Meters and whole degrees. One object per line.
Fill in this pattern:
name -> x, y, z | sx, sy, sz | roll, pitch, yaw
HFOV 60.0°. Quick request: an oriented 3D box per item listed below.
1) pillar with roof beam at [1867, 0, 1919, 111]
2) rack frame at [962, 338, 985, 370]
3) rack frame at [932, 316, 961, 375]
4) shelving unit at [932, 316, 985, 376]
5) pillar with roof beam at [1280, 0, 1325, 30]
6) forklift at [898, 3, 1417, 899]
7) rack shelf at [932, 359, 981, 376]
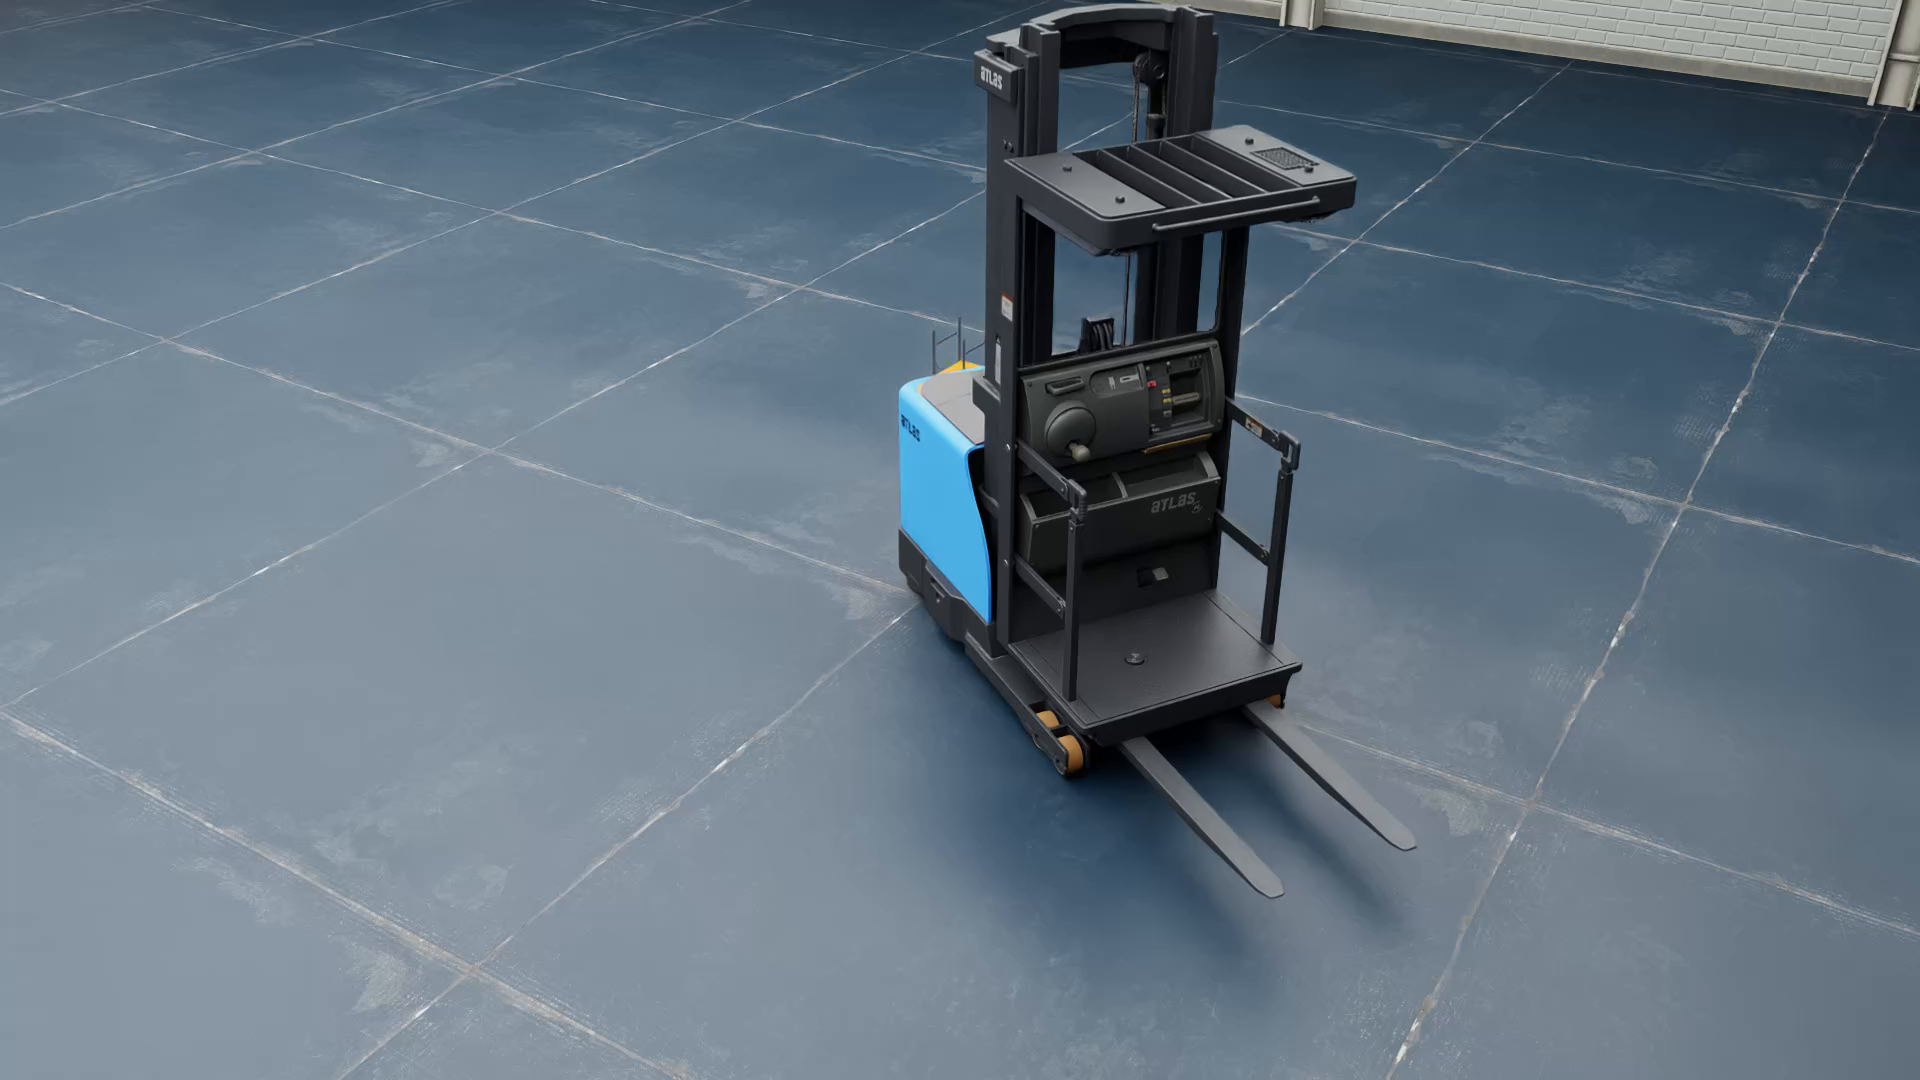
pillar with roof beam -> 6.620, -6.218, 10.479 | 0.400, 9.000, 9.100 | 18, 35, 27
rack frame -> 0.082, -0.496, 8.410 | 0.006, 1.200, 0.240 | 20, 36, 30
rack frame -> -0.066, -0.550, 8.502 | 0.006, 1.200, 0.240 | 20, 36, 30
shelving unit -> 0.008, -0.523, 8.456 | 0.189, 1.200, 0.258 | 20, 36, 30
pillar with roof beam -> 1.538, -7.826, 13.234 | 0.400, 9.000, 9.100 | 18, 35, 27
forklift -> 0.783, -0.526, 6.743 | 1.130, 2.935, 3.031 | -14, 33, -22
rack shelf -> 0.008, -0.796, 8.297 | 0.180, 0.103, 0.258 | 20, 36, 30
